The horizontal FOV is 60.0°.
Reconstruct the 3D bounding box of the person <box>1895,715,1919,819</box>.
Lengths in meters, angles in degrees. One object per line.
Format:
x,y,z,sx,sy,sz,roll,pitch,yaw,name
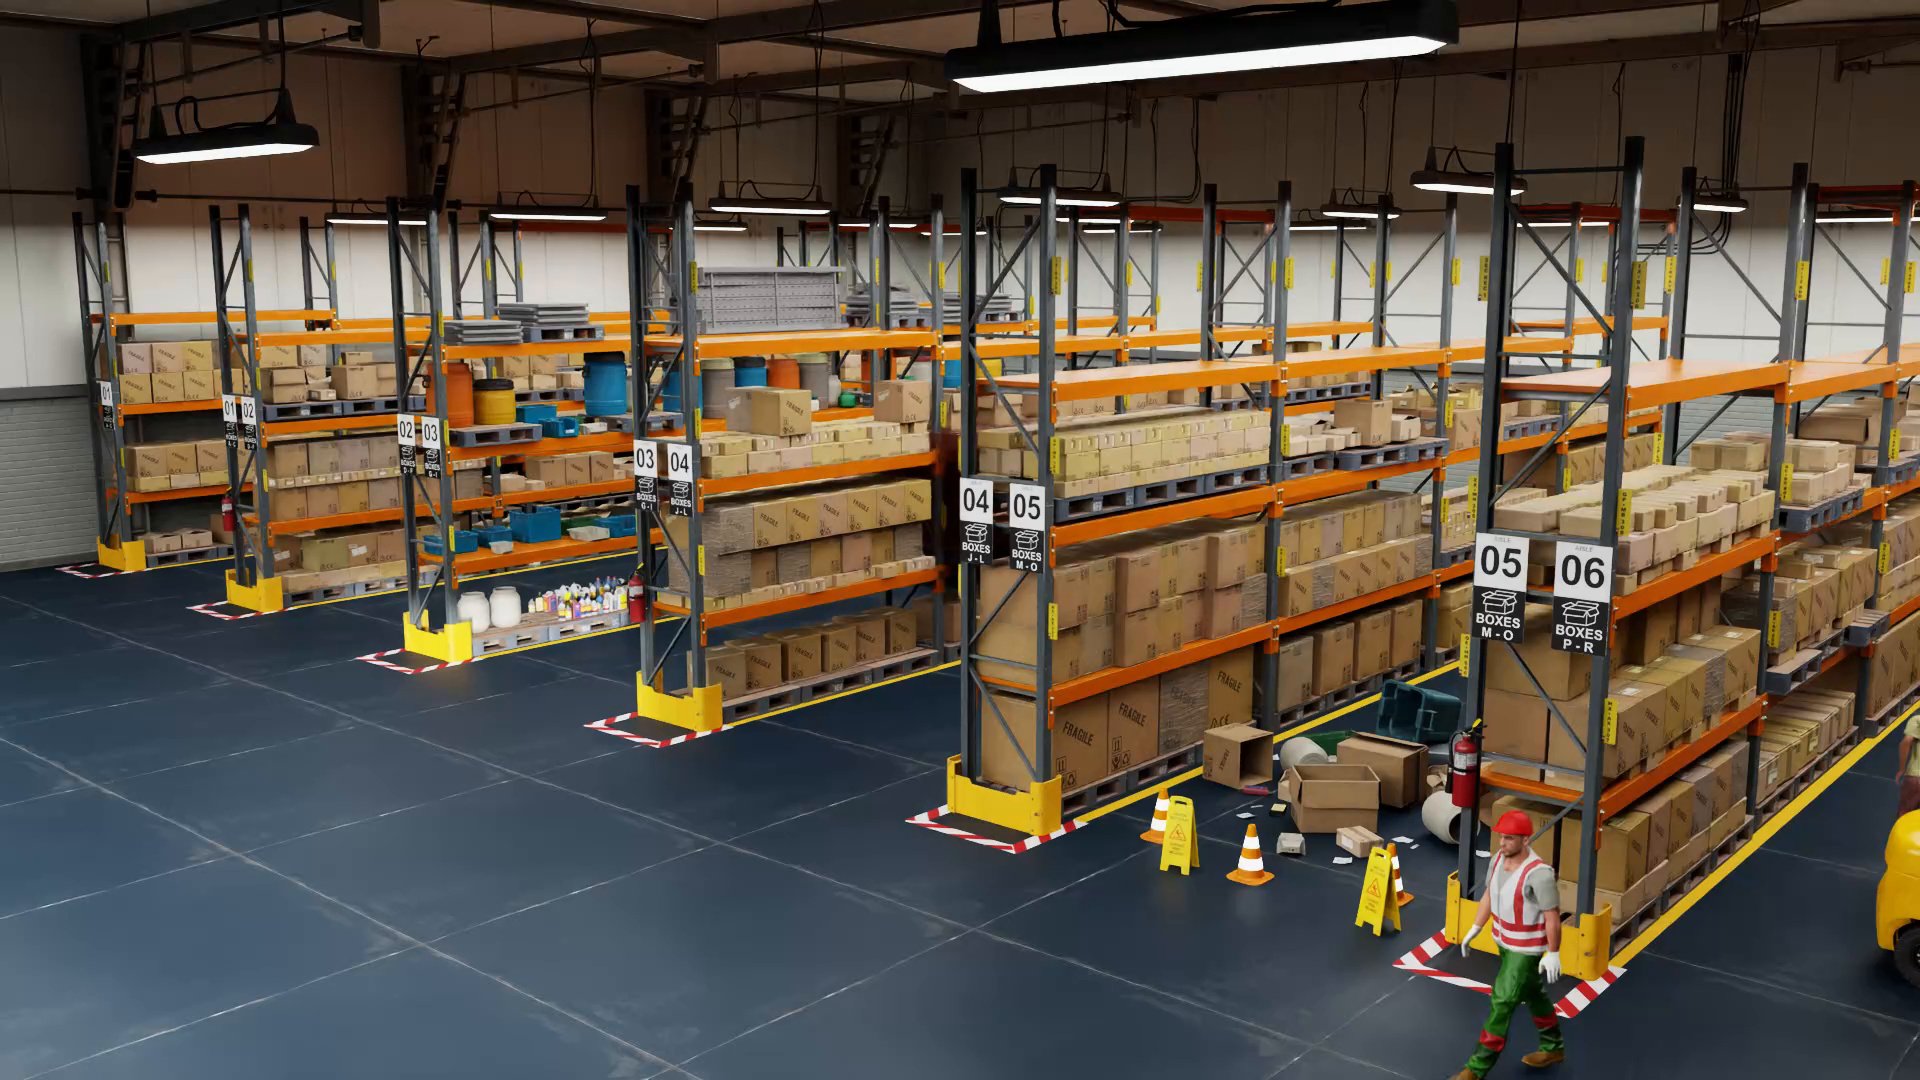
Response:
8.288,2.060,14.222,0.509,1.569,0.705,6,11,30,person

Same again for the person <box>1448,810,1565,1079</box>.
3.454,2.556,10.512,0.997,1.734,0.560,-2,10,-13,person
